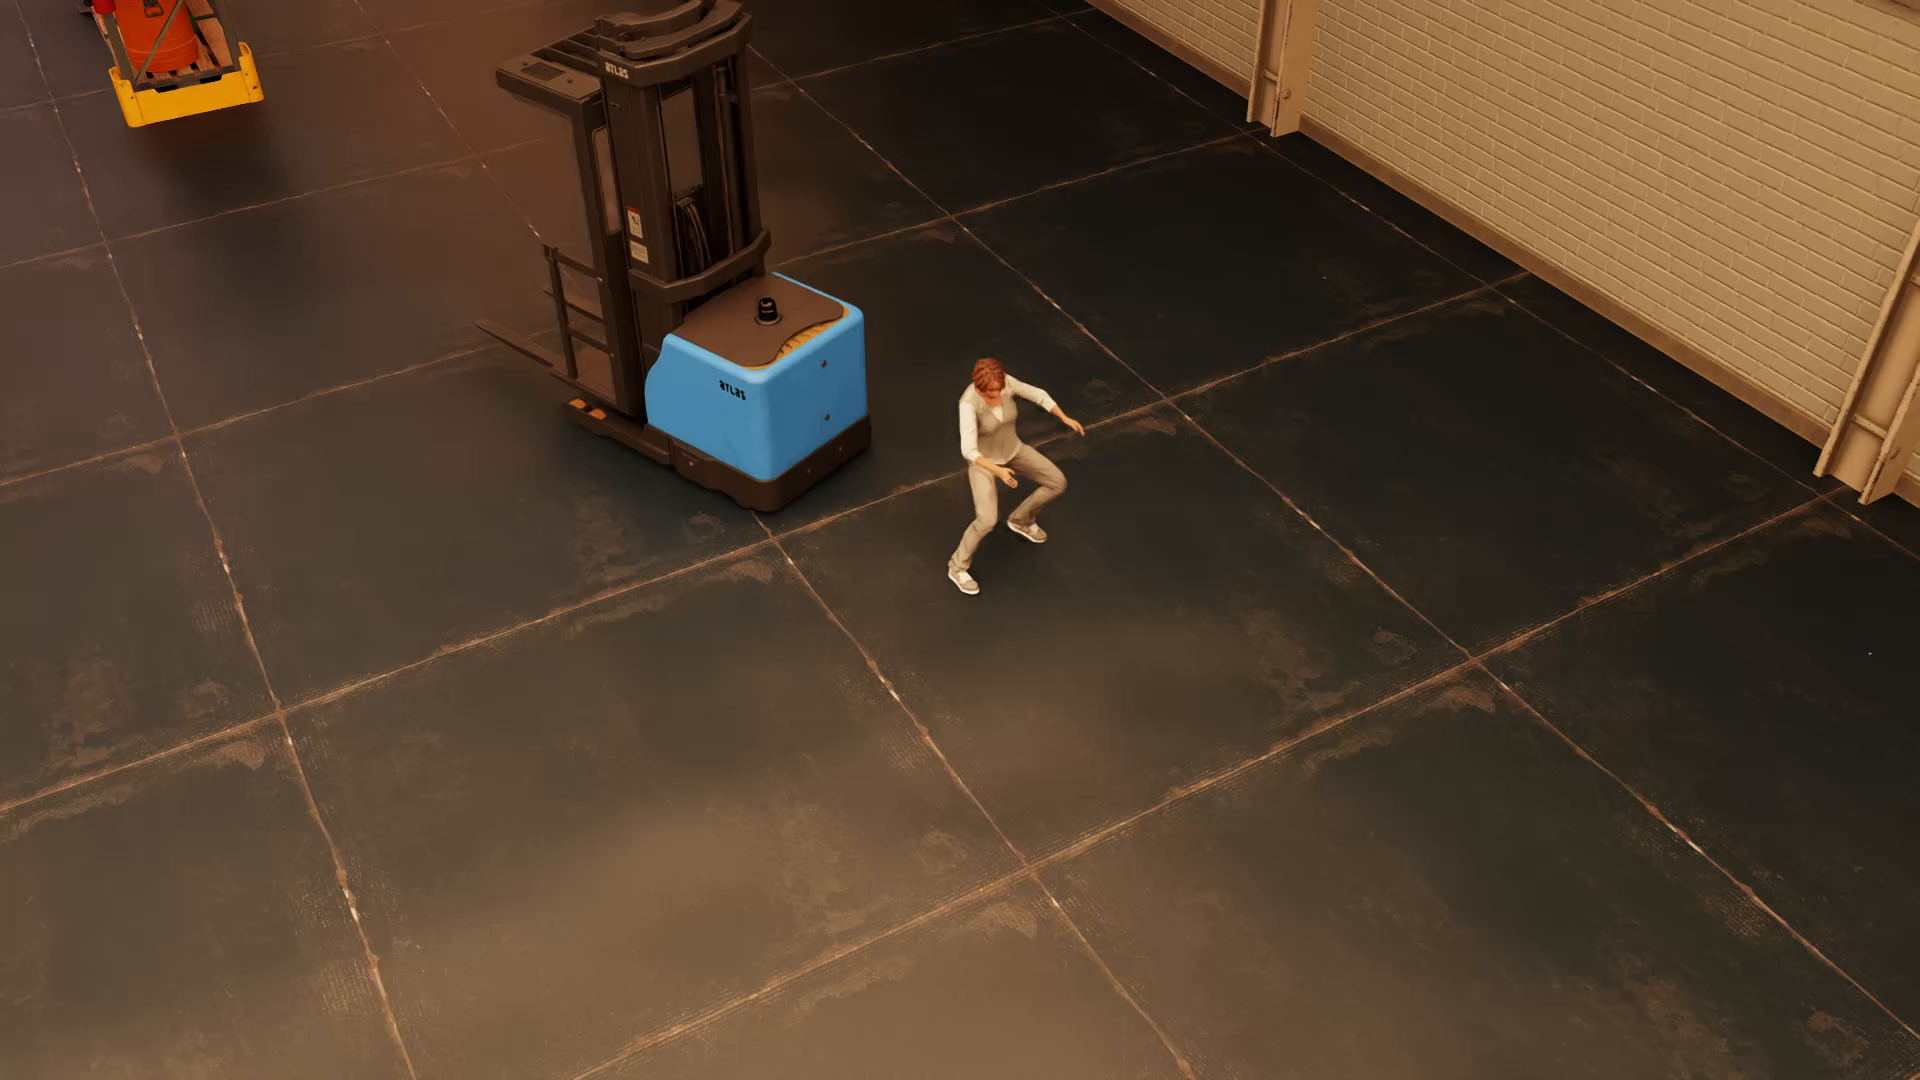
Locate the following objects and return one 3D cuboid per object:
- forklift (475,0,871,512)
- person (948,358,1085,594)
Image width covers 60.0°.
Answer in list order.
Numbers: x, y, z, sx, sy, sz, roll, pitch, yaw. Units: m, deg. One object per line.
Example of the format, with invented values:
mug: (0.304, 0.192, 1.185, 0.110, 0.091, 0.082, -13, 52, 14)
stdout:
forklift: (-2.061, -2.080, 10.544, 3.031, 2.935, 1.130, 26, 46, 28)
person: (0.293, -0.431, 9.747, 0.828, 1.405, 0.680, -24, 45, -26)
